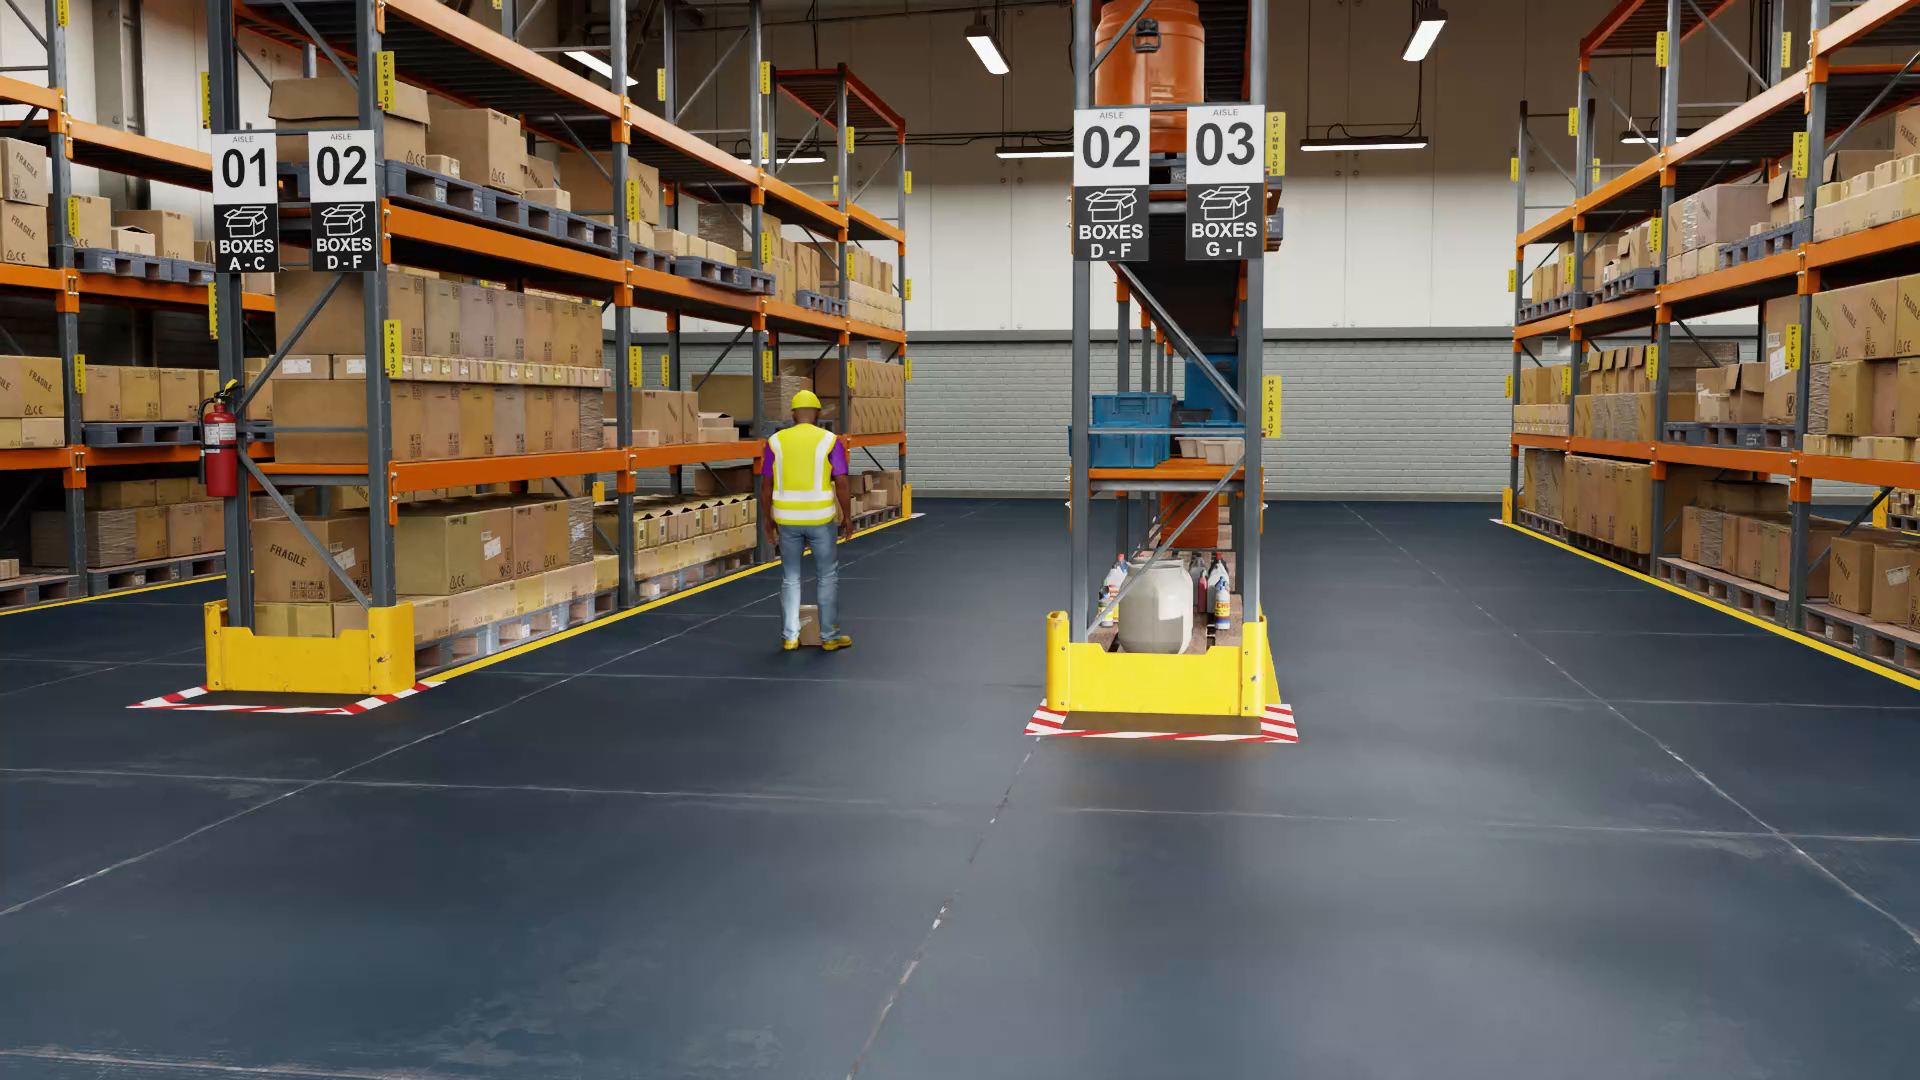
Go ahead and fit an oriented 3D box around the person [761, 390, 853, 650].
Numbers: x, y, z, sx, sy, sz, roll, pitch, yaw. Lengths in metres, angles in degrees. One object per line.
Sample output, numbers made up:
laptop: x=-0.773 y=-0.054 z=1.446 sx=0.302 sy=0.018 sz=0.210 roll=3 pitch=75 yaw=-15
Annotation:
person: x=-1.040 y=-0.139 z=11.341 sx=0.628 sy=1.757 sz=0.461 roll=1 pitch=4 yaw=9
